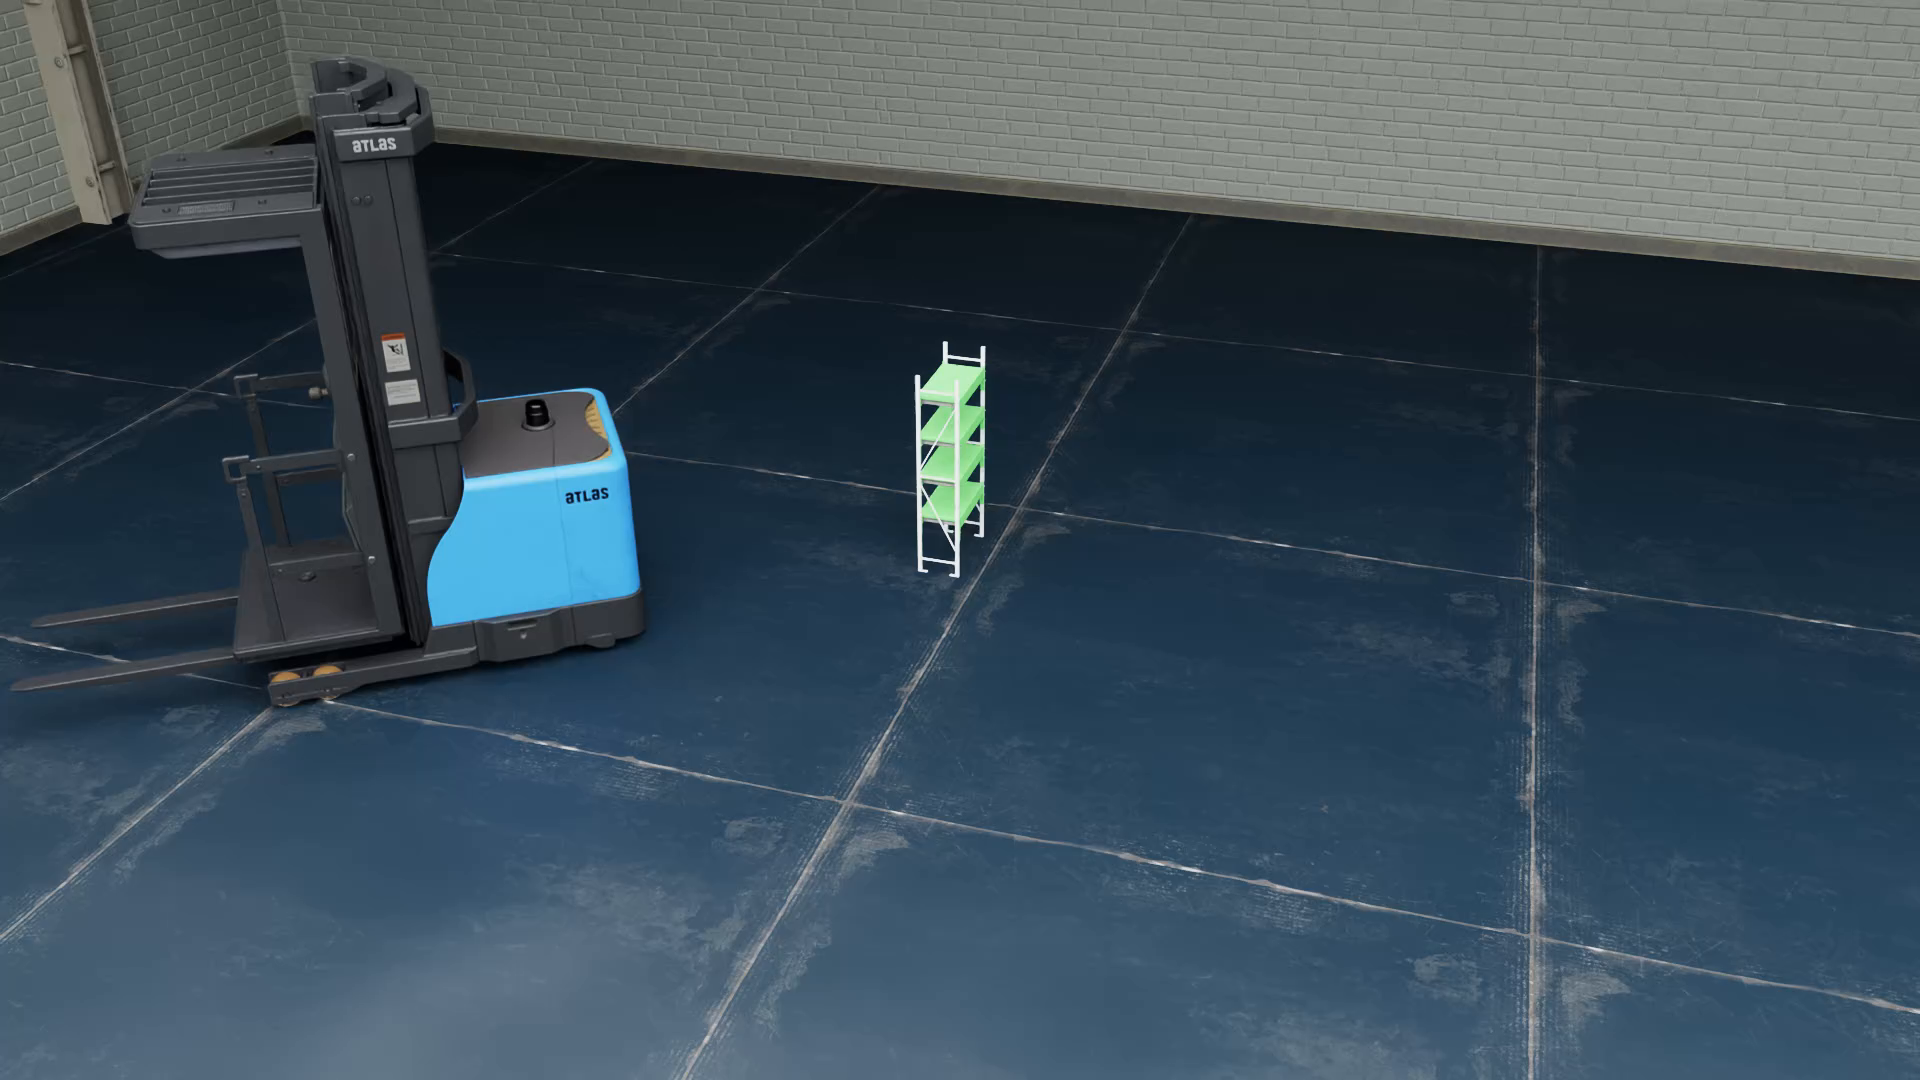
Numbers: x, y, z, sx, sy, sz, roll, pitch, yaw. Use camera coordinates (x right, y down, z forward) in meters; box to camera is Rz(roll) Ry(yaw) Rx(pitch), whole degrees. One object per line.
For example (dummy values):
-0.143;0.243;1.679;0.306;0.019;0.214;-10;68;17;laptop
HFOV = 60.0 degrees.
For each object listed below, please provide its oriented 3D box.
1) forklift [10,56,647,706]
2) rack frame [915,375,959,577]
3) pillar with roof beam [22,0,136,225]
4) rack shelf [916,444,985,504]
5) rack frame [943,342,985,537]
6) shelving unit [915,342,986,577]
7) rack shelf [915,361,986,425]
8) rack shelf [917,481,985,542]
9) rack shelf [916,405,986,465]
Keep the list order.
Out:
-3.229;-0.743;8.070;3.031;2.935;1.130;-9;30;-16;forklift
-0.120;-0.334;9.116;0.240;1.200;0.015;8;30;15;rack frame
-3.550;-6.236;11.703;9.100;9.000;0.400;8;30;15;pillar with roof beam
-0.049;-0.392;9.351;0.258;0.148;0.480;8;30;15;rack shelf
0.023;-0.561;9.524;0.240;1.200;0.015;8;30;15;rack frame
-0.049;-0.447;9.320;0.258;1.200;0.503;8;30;15;shelving unit
-0.049;-0.811;9.118;0.258;0.148;0.480;8;30;15;rack shelf
-0.049;-0.182;9.468;0.258;0.148;0.480;8;30;15;rack shelf
-0.049;-0.601;9.234;0.258;0.148;0.480;8;30;15;rack shelf
